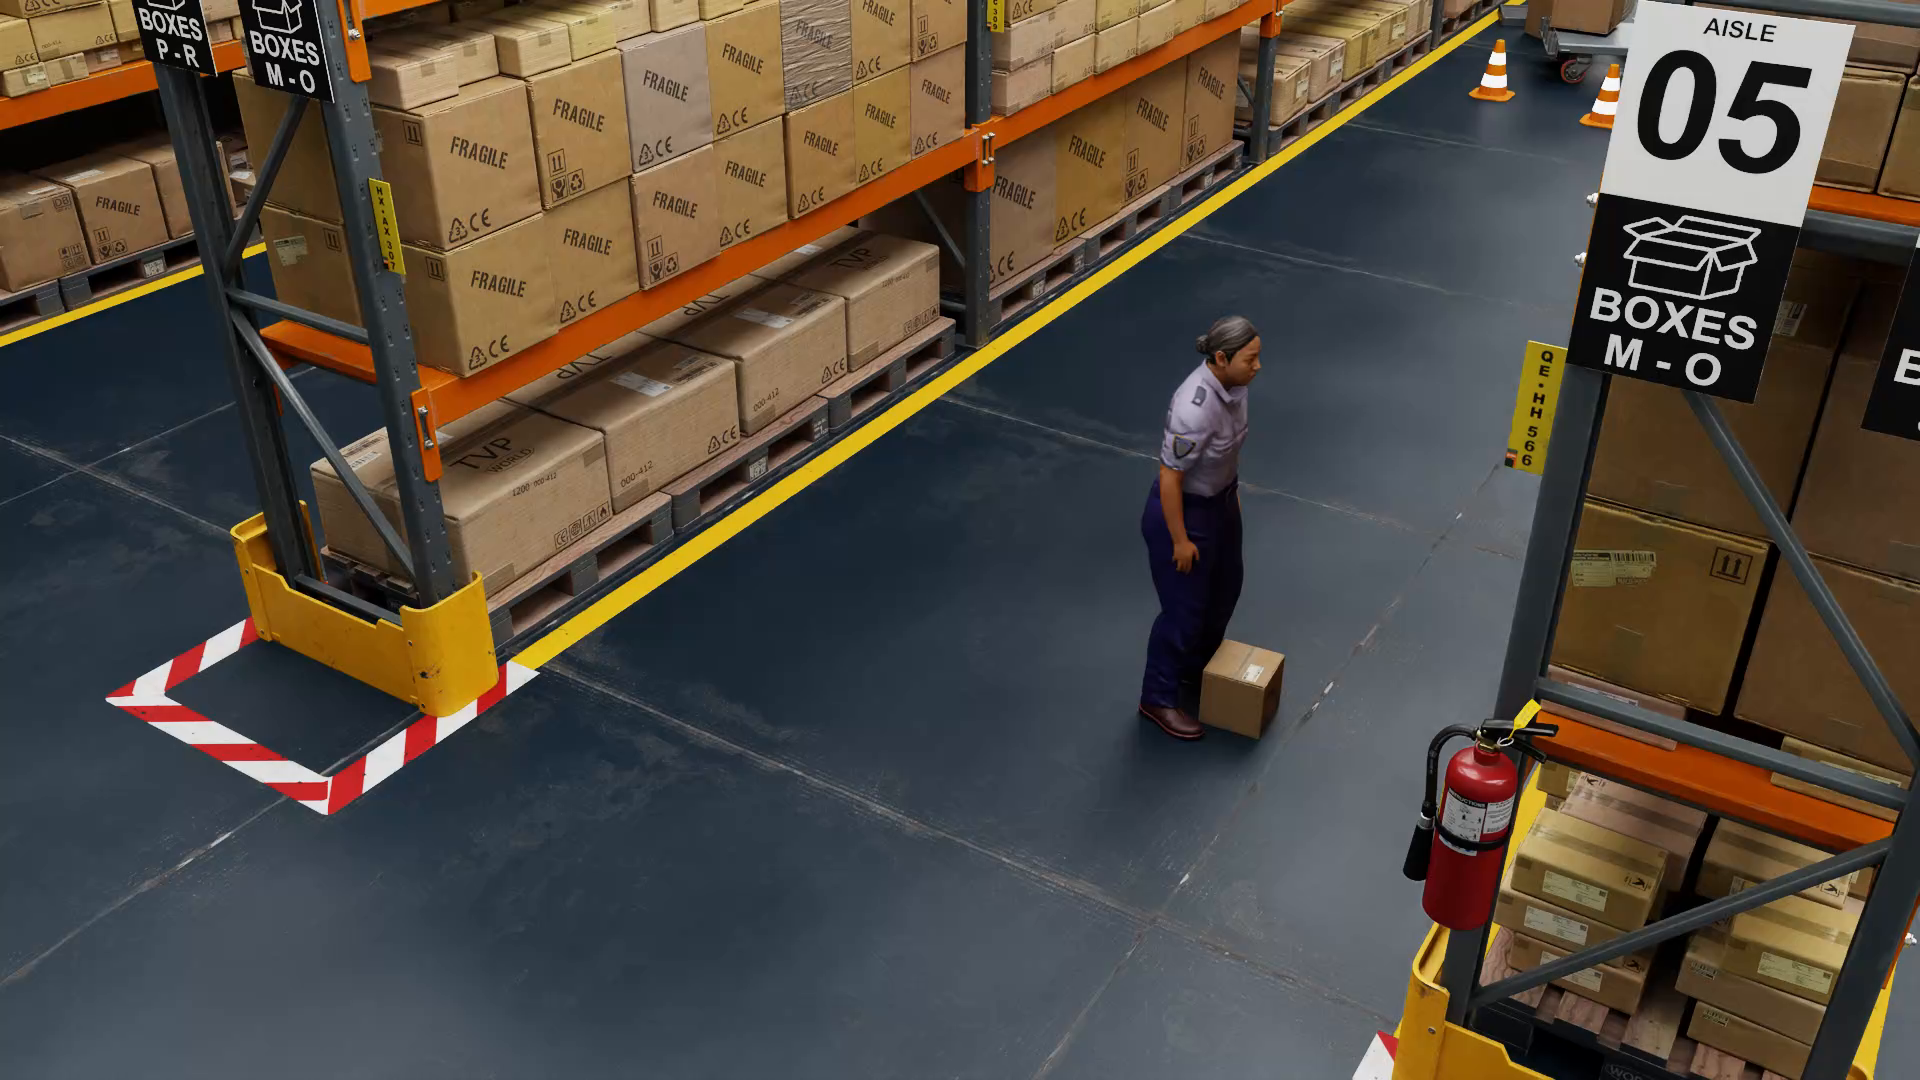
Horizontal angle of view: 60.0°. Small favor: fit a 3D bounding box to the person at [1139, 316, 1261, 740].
[{"bbox_3d":[0.920,-0.075,6.264,0.413,1.652,0.540,18,35,27],"label":"person"}]
